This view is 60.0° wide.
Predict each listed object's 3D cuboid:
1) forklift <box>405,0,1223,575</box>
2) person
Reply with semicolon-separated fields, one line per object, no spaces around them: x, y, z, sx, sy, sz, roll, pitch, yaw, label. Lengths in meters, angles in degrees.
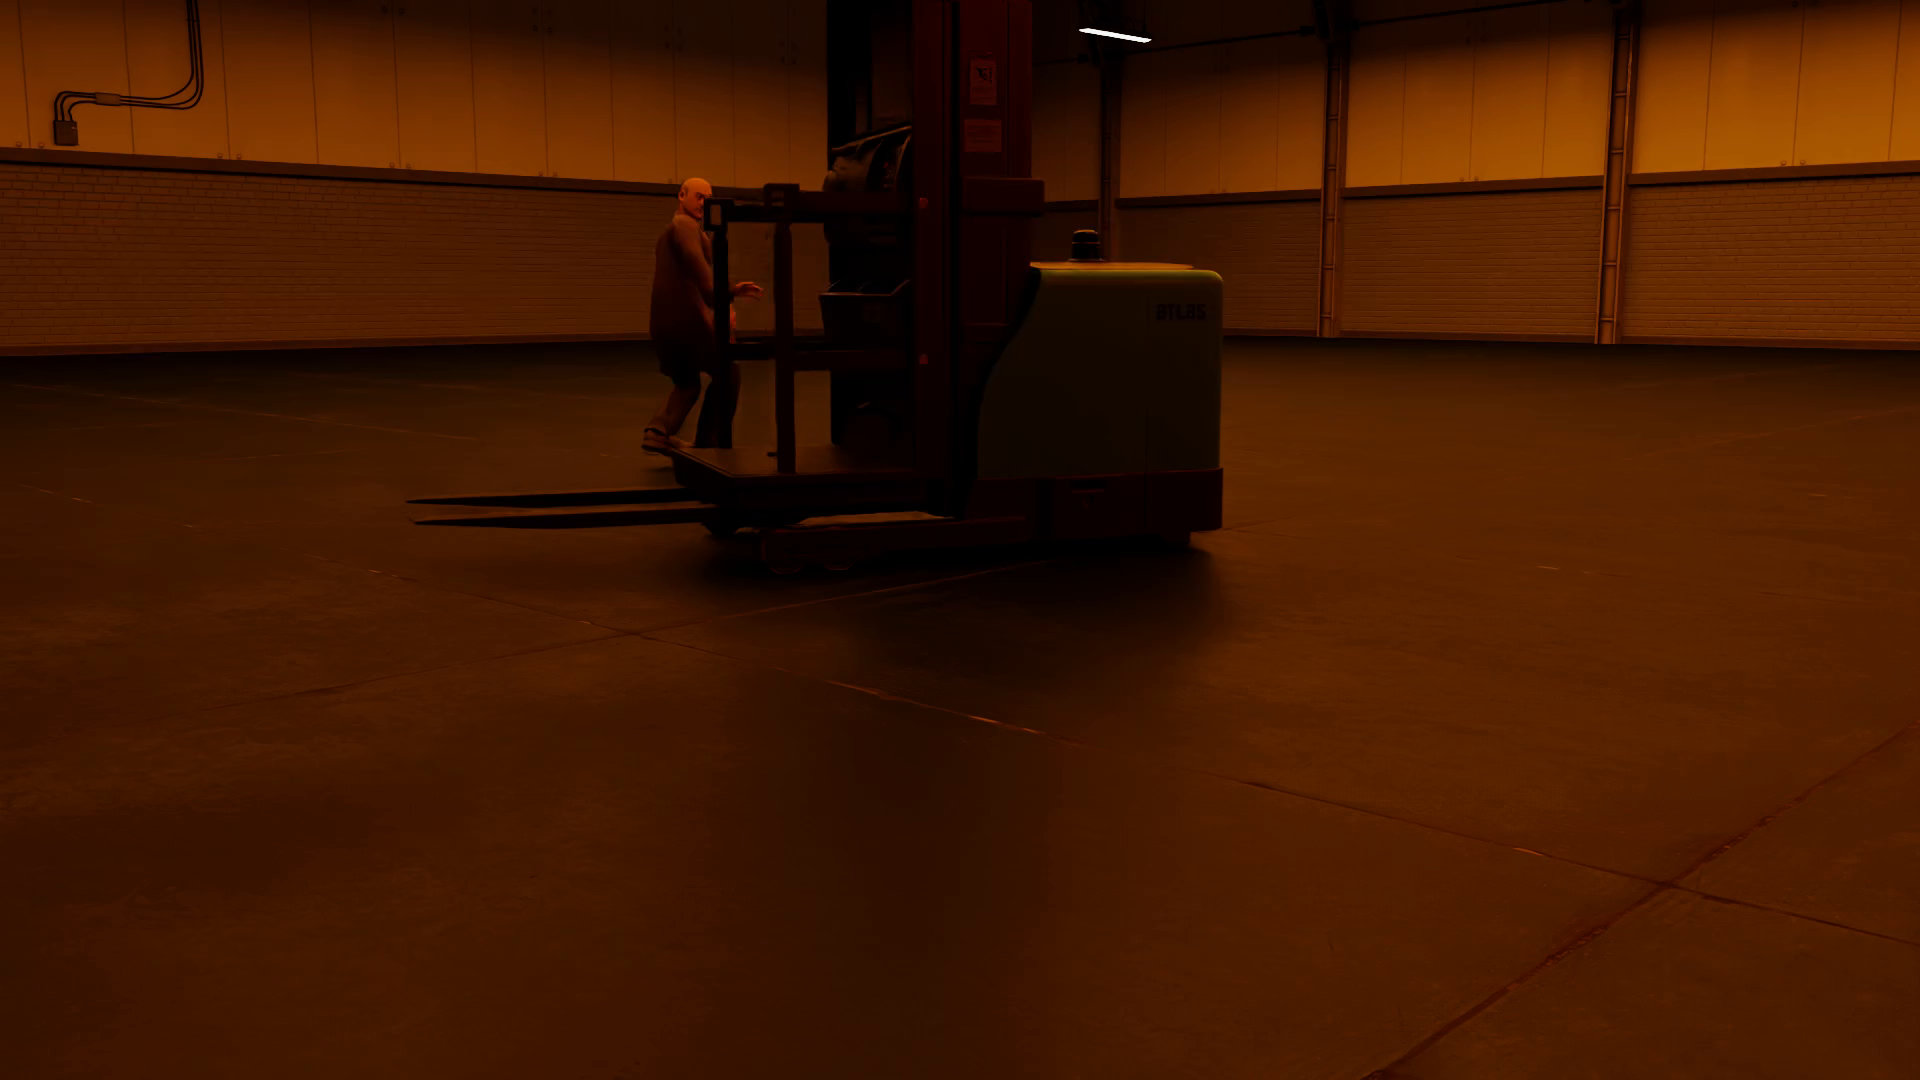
-0.541;-1.413;6.260;3.031;2.935;1.130;-3;9;-20;forklift
-1.435;-1.250;9.582;0.907;1.650;0.912;-7;11;-40;person
